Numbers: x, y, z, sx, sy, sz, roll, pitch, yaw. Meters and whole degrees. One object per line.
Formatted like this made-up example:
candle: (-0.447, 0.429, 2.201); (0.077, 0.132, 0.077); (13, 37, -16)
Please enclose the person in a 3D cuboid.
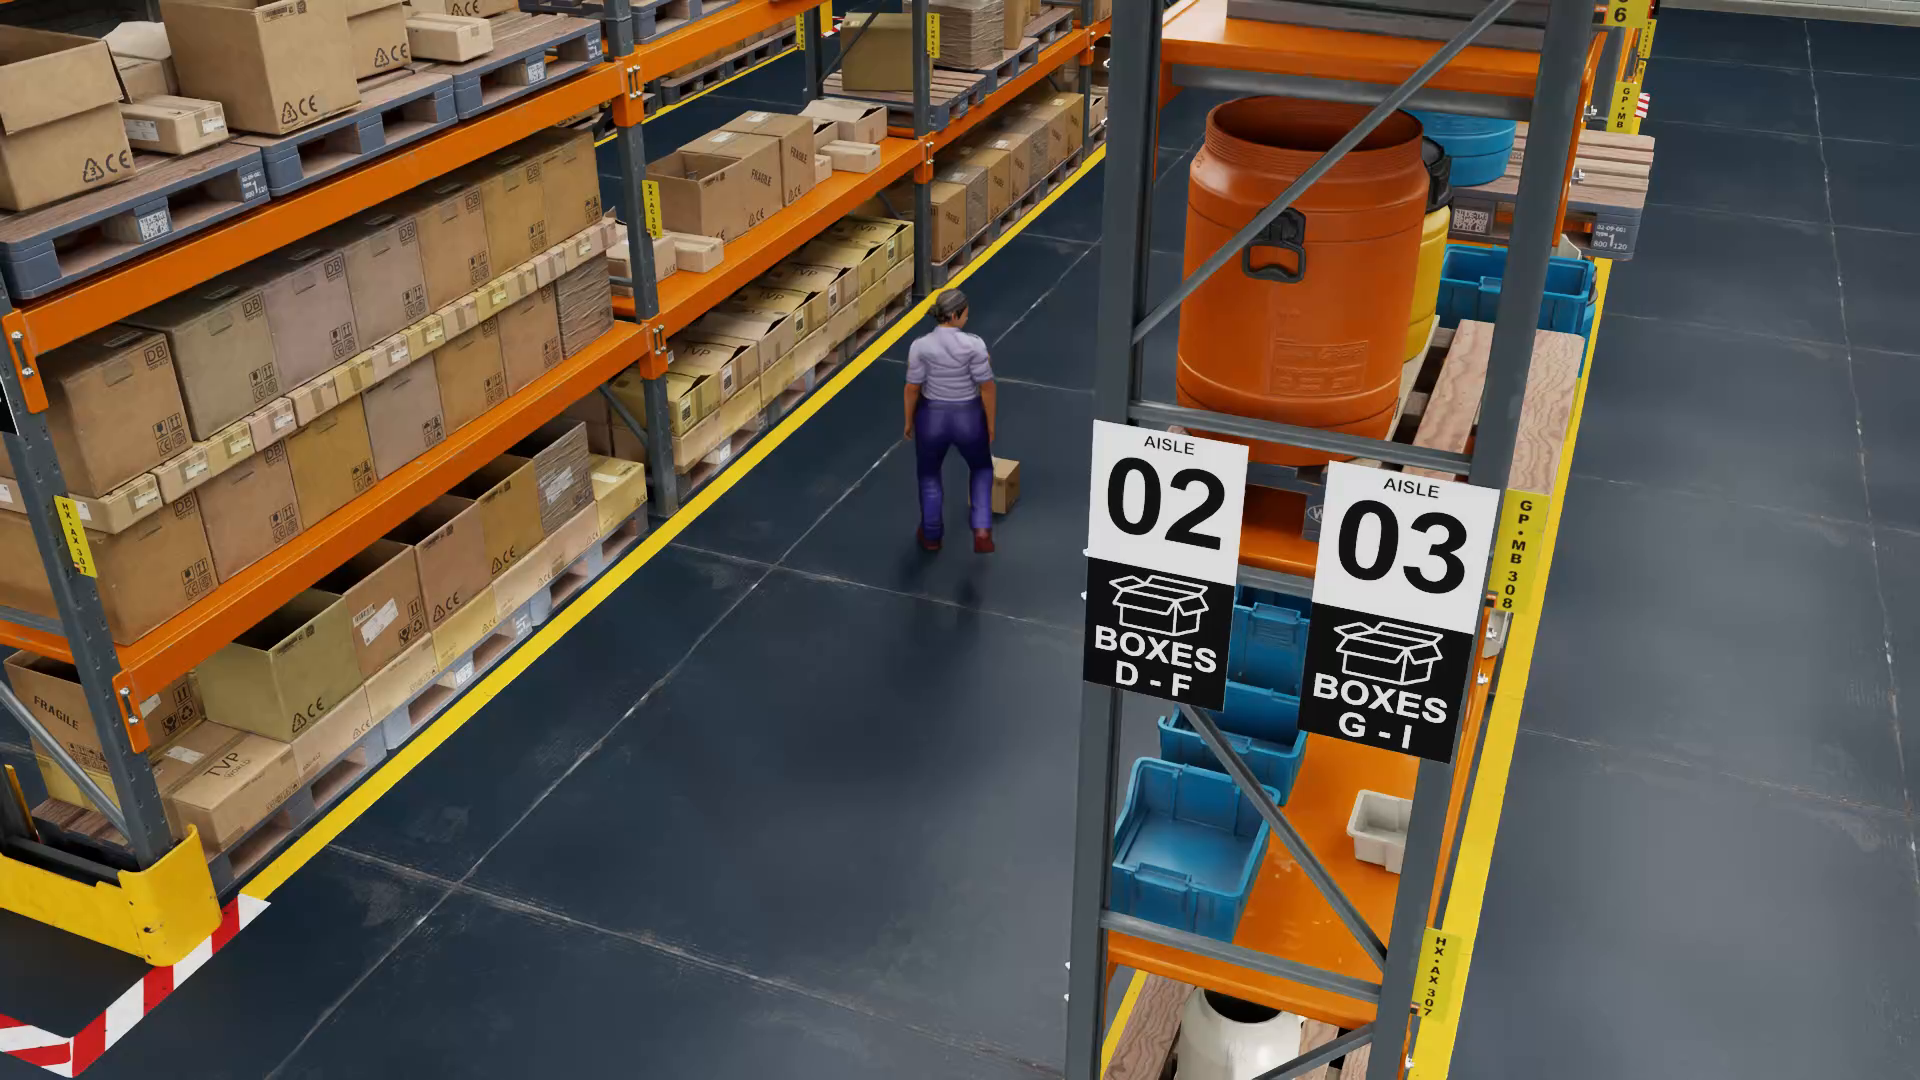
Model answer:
person: (-0.055, -0.641, 9.488); (0.524, 1.634, 0.569); (-2, 30, -3)
